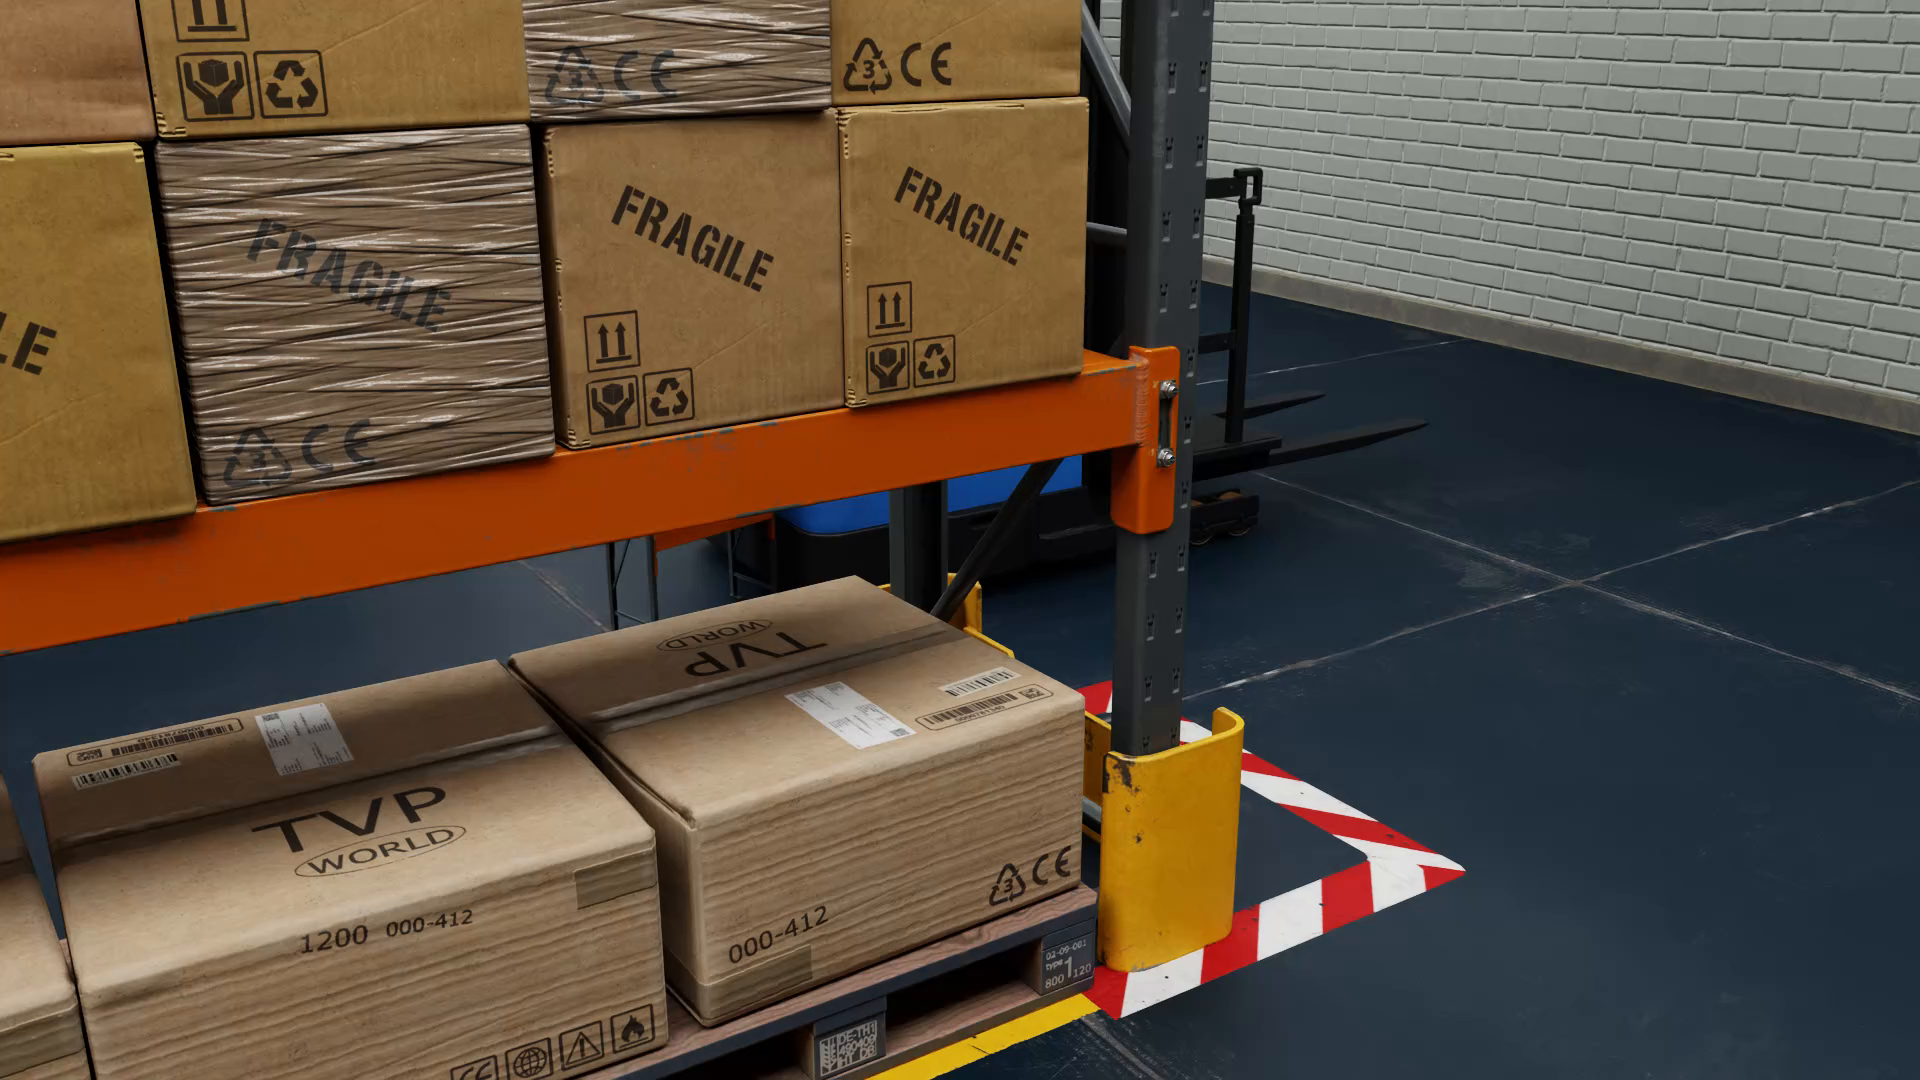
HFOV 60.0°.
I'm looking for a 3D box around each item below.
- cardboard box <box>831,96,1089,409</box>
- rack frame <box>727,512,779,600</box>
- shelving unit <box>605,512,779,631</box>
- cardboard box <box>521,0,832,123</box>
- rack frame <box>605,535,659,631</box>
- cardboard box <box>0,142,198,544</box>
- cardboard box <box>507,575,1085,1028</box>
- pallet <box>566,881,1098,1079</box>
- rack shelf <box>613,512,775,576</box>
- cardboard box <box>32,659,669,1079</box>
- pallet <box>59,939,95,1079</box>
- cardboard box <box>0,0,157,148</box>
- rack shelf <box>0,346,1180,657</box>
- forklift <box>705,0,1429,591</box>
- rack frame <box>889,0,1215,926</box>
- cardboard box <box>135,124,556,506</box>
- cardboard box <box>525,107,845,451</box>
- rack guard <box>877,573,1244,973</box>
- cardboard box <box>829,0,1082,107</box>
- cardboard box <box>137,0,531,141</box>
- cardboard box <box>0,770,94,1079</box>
[{"bbox_3d":[-0.113,-0.569,3.087,0.500,0.500,0.500,-12,22,-31],"label":"cardboard box"},{"bbox_3d":[-0.692,-0.352,5.411,0.240,1.200,0.015,17,25,40],"label":"rack frame"},{"bbox_3d":[-0.859,-0.295,5.243,0.258,1.200,0.503,17,25,40],"label":"shelving unit"},{"bbox_3d":[-0.548,-0.949,2.652,0.500,0.500,0.500,-12,22,-31],"label":"cardboard box"},{"bbox_3d":[-1.026,-0.238,5.075,0.240,1.200,0.015,17,25,40],"label":"rack frame"},{"bbox_3d":[-1.389,-0.296,2.282,0.500,0.500,0.500,-11,22,-30],"label":"cardboard box"},{"bbox_3d":[-0.352,0.481,3.484,0.875,0.438,0.875,-13,23,-33],"label":"cardboard box"},{"bbox_3d":[-0.480,0.806,3.532,1.213,0.211,1.003,-12,22,-31],"label":"pallet"},{"bbox_3d":[-0.859,-0.043,5.328,0.258,0.148,0.480,17,25,40],"label":"rack shelf"},{"bbox_3d":[-1.112,0.644,3.000,0.875,0.438,0.875,-11,22,-30],"label":"cardboard box"},{"bbox_3d":[-1.498,1.019,2.900,1.213,0.211,1.003,-12,22,-31],"label":"pallet"},{"bbox_3d":[-1.383,-0.775,2.137,0.500,0.500,0.500,-12,22,-32],"label":"cardboard box"},{"bbox_3d":[-1.526,0.016,2.637,4.000,0.370,1.077,-12,22,-31],"label":"rack shelf"},{"bbox_3d":[0.529,-1.498,6.100,3.031,2.935,1.130,-12,22,-31],"label":"forklift"},{"bbox_3d":[0.144,-0.677,3.563,0.127,3.000,1.000,-12,22,-31],"label":"rack frame"},{"bbox_3d":[-0.965,-0.391,2.561,0.500,0.500,0.500,-11,22,-30],"label":"cardboard box"},{"bbox_3d":[-0.540,-0.484,2.837,0.500,0.500,0.500,-12,22,-33],"label":"cardboard box"},{"bbox_3d":[0.164,0.503,3.976,0.348,0.500,1.175,-12,22,-31],"label":"rack guard"},{"bbox_3d":[-0.127,-1.049,2.948,0.500,0.500,0.500,-11,22,-30],"label":"cardboard box"},{"bbox_3d":[-0.962,-0.863,2.397,0.500,0.500,0.500,-12,22,-32],"label":"cardboard box"},{"bbox_3d":[-1.866,0.803,2.532,0.875,0.438,0.875,-13,22,-33],"label":"cardboard box"}]
